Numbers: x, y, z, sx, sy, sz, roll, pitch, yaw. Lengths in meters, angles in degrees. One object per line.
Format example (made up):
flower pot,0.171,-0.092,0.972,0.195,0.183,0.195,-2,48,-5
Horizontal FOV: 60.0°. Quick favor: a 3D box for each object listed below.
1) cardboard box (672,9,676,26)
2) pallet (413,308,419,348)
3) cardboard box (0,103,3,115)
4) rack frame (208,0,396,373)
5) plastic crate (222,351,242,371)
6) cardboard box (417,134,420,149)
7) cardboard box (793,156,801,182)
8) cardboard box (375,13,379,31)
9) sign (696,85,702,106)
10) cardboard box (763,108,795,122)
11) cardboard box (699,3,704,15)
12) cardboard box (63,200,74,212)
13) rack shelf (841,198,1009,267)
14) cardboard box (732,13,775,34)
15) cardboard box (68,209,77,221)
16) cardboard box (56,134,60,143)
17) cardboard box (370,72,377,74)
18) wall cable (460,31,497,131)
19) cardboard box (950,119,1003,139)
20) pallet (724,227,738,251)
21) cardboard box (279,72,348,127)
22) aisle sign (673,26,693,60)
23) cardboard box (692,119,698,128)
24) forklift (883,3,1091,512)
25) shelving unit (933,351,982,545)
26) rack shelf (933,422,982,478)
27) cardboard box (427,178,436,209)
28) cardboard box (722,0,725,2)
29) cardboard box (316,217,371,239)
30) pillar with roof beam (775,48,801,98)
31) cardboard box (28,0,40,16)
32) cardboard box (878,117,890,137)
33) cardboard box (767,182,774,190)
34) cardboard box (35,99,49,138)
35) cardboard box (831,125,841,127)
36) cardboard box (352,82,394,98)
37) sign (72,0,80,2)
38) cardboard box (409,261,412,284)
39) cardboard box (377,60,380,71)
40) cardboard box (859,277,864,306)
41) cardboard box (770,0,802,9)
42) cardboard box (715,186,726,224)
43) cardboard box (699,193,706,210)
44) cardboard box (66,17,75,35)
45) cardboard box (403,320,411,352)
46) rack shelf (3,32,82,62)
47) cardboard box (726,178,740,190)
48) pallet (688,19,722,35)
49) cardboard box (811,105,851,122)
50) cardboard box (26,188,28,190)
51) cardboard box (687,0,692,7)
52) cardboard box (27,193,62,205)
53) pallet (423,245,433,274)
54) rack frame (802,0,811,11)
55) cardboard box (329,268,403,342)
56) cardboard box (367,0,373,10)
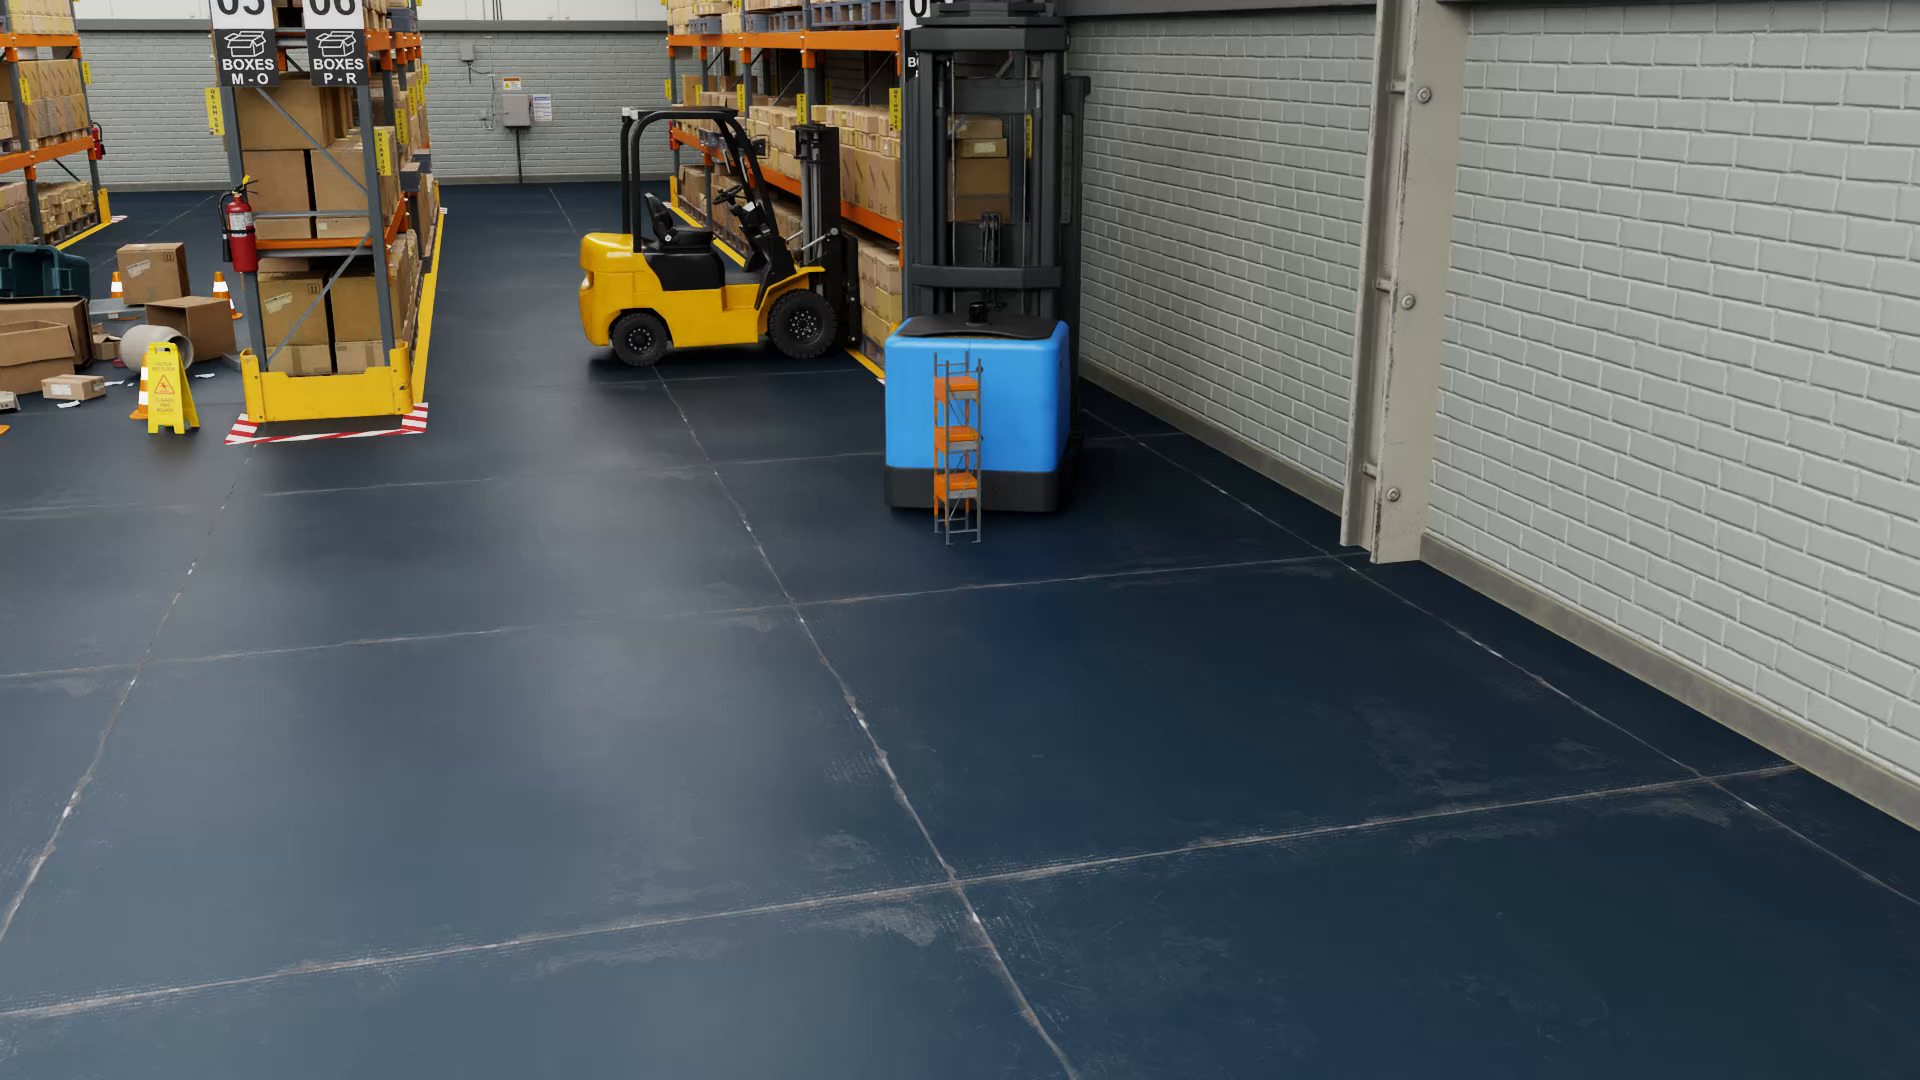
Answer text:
cardboard box,-4.359,-8.420,26.799,0.500,0.250,0.500,-4,17,-14
pallet,-5.633,-1.965,15.627,1.003,0.211,1.213,-5,17,-15
cardboard box,-12.409,-5.473,21.131,0.380,0.149,0.250,-5,17,-17
rack frame,-4.752,-2.377,12.152,1.000,3.000,0.127,-5,17,-15
plastic crate,-6.208,-1.586,14.594,0.402,0.080,0.583,-12,20,-34
cardboard box,-7.545,-5.379,22.408,0.500,0.250,0.500,-5,17,-16
cardboard box,-1.470,-3.924,17.562,0.500,0.250,0.500,-4,17,-14
cardboard box,-5.202,-4.451,14.278,0.380,0.149,0.250,-4,17,-14
sign,-3.798,-6.459,24.237,0.100,0.325,0.005,-5,17,-15
cardboard box,-2.121,-5.016,19.637,0.380,0.149,0.250,-4,17,-15
cardboard box,-3.390,-7.328,22.951,0.380,0.149,0.250,-4,17,-14
cardboard box,-13.007,-4.806,23.947,0.380,0.149,0.250,-5,17,-15
rack shelf,-0.530,-2.979,15.407,1.077,0.370,4.000,-5,17,-15
cardboard box,-2.553,-6.471,20.827,0.500,0.250,0.500,-5,18,-17
cardboard box,-13.111,-4.737,24.234,0.380,0.149,0.250,-4,17,-14
cardboard box,-13.161,-5.760,23.850,0.380,0.149,0.250,-4,17,-14
cardboard box,-8.445,-6.332,23.406,0.500,0.500,0.500,-5,17,-16
wall cable,-9.361,-8.963,32.309,0.588,1.984,0.122,-5,17,-15
cardboard box,0.133,-3.381,13.677,0.380,0.149,0.250,-5,17,-16
pallet,-2.679,-4.194,23.048,1.003,0.211,1.213,-5,17,-15
cardboard box,-5.819,-3.871,14.696,0.700,0.500,0.500,-5,17,-15
aisle sign,-4.679,-8.437,27.807,0.394,0.787,0.004,-5,17,-15
cardboard box,-3.805,-6.420,25.353,0.500,0.250,0.500,-5,17,-15
forklift,0.260,-1.944,10.830,1.130,2.935,3.031,2,17,8
shelving unit,-0.015,-0.518,9.350,0.215,1.050,0.252,-5,17,-15
rack shelf,-0.015,-0.507,9.353,0.215,0.259,0.240,-5,17,-15
cardboard box,-8.612,-5.350,25.772,0.875,0.438,0.875,-4,17,-14
cardboard box,-2.915,-7.112,21.752,0.380,0.149,0.250,-5,17,-15
cardboard box,-4.646,-2.367,12.555,0.380,0.149,0.250,-5,17,-15
pillar with roof beam,-6.742,-8.887,23.394,9.100,9.000,0.400,-5,17,-15
cardboard box,-12.940,-7.312,22.757,0.500,0.250,0.500,-4,17,-14
cardboard box,-0.477,-3.490,14.038,0.380,0.149,0.250,-4,17,-14
cardboard box,-2.429,-4.820,22.773,0.380,0.149,0.250,-5,17,-15
cardboard box,-12.818,-5.761,22.725,0.500,0.500,0.500,-5,17,-15
cardboard box,-1.007,-3.838,15.715,0.380,0.149,0.250,-5,17,-16
cardboard box,-6.038,-4.636,17.124,0.380,0.149,0.250,-4,17,-12
sign,-13.342,-8.283,25.058,0.100,0.325,0.005,-5,17,-15
cardboard box,-5.998,-2.571,16.635,0.950,0.372,0.625,-4,17,-15
cardboard box,-8.468,-6.745,23.654,0.380,0.149,0.250,-5,17,-15
cardboard box,-0.704,-2.285,15.025,0.500,0.250,0.500,-5,17,-17
cardboard box,-1.886,-5.936,18.318,0.380,0.149,0.250,-5,17,-16
cardboard box,-3.206,-4.796,23.819,0.500,0.500,0.500,-5,17,-16
cardboard box,-3.812,-5.211,25.609,0.396,0.266,0.258,-4,17,-13
cardboard box,-13.501,-7.643,24.730,0.500,0.250,0.500,-5,17,-16
cardboard box,-4.841,-1.648,13.775,0.500,0.250,0.500,-4,17,-13
rack shelf,-13.331,-6.922,23.320,1.077,0.370,4.000,-5,17,-15
cardboard box,-3.082,-4.997,23.361,0.380,0.149,0.250,-5,17,-15
pallet,-3.167,-7.251,23.488,1.213,0.211,1.003,-5,17,-15
cardboard box,-1.277,-4.266,16.623,0.380,0.149,0.250,-4,17,-14
cardboard box,-13.711,-5.046,24.229,0.380,0.149,0.250,-4,17,-13
cardboard box,-3.796,-8.097,24.854,0.500,0.250,0.500,-5,17,-16
cardboard box,-12.898,-4.804,23.421,0.380,0.149,0.250,-4,17,-14
pallet,-7.095,-3.479,20.666,1.003,0.211,1.213,-5,17,-15
rack frame,-1.080,-6.750,16.282,1.000,3.000,0.127,-5,17,-15
cardboard box,-4.715,-1.872,13.216,0.500,0.500,0.500,-5,18,-17
cardboard box,-4.763,-4.185,12.698,0.500,0.250,0.500,-5,17,-16
